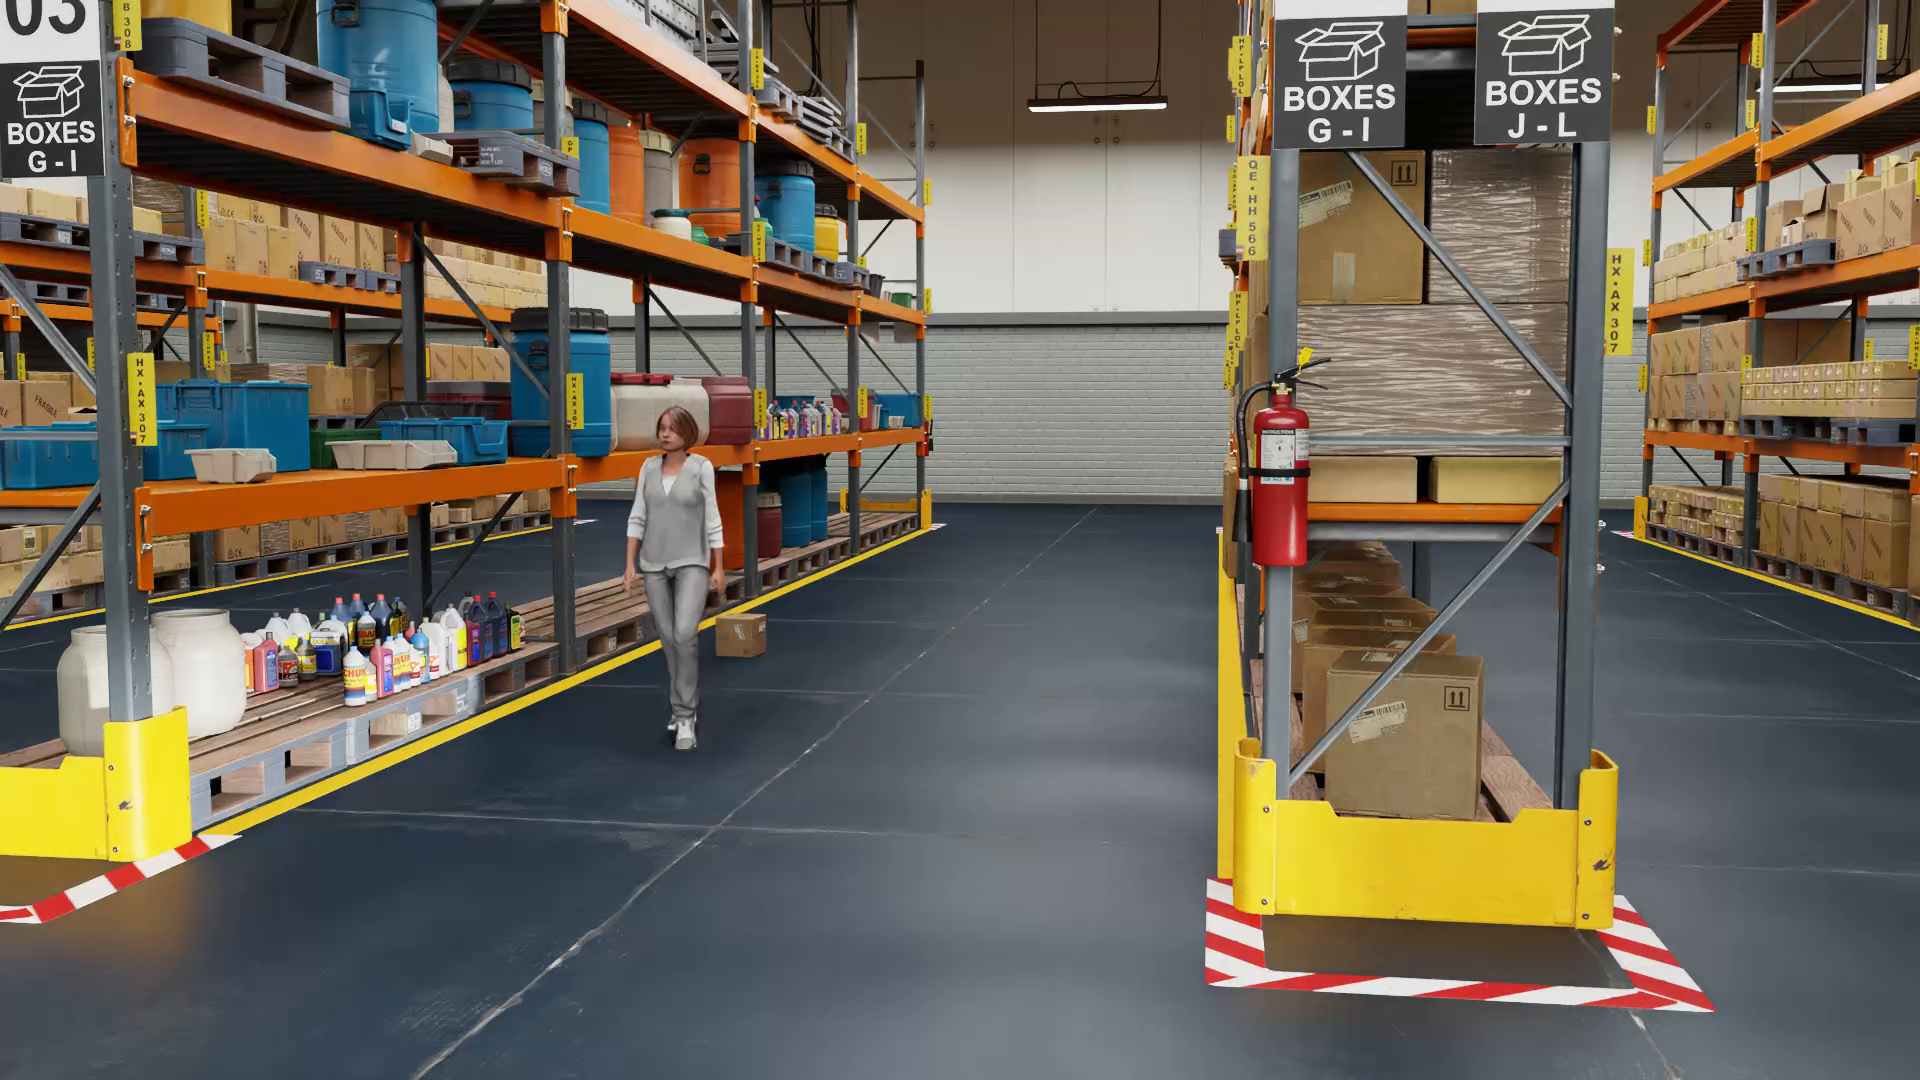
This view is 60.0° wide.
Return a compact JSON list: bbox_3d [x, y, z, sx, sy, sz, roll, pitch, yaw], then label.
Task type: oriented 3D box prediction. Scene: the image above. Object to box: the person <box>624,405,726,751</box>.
[{"bbox_3d":[-1.371,0.187,8.002,0.451,1.634,0.519,1,5,11],"label":"person"}]
